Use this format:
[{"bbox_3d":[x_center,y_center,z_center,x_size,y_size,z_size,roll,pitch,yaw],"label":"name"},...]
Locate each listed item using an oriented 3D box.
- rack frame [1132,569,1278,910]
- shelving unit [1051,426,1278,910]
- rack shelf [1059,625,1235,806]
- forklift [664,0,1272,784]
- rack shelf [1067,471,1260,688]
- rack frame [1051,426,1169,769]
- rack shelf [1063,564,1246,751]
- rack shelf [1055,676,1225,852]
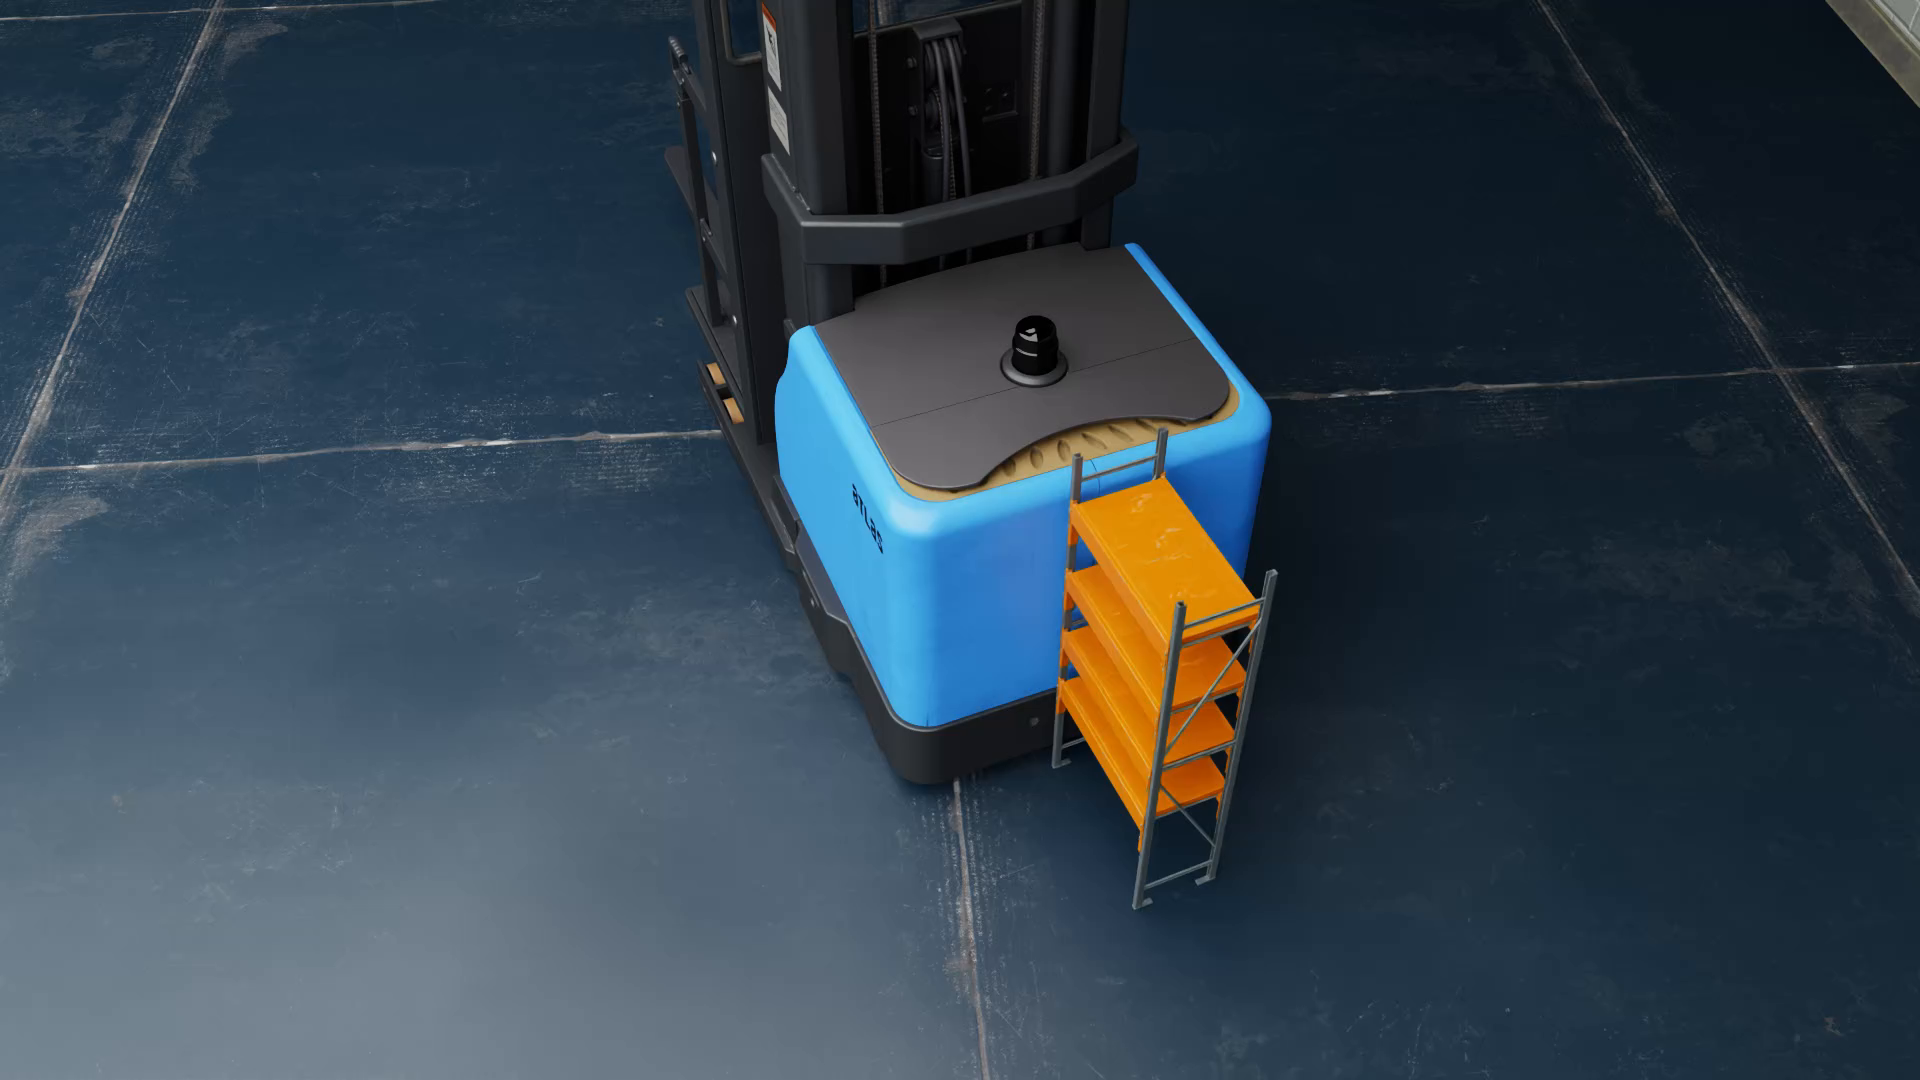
[{"bbox_3d":[0.563,0.514,3.937,0.240,1.200,0.015,-17,49,-16],"label":"rack frame"},{"bbox_3d":[0.466,0.351,4.091,0.258,1.200,0.503,-17,49,-16],"label":"shelving unit"},{"bbox_3d":[0.466,0.397,4.140,0.258,0.148,0.480,-17,49,-16],"label":"rack shelf"},{"bbox_3d":[-0.240,-1.431,4.587,1.130,2.935,3.031,-17,49,-15],"label":"forklift"},{"bbox_3d":[0.466,0.081,3.806,0.258,0.148,0.480,-17,49,-16],"label":"rack shelf"},{"bbox_3d":[0.369,0.189,4.245,0.240,1.200,0.015,-17,49,-16],"label":"rack frame"},{"bbox_3d":[0.466,0.244,3.977,0.258,0.148,0.480,-17,49,-16],"label":"rack shelf"},{"bbox_3d":[0.466,0.534,4.284,0.258,0.148,0.480,-17,49,-16],"label":"rack shelf"}]
